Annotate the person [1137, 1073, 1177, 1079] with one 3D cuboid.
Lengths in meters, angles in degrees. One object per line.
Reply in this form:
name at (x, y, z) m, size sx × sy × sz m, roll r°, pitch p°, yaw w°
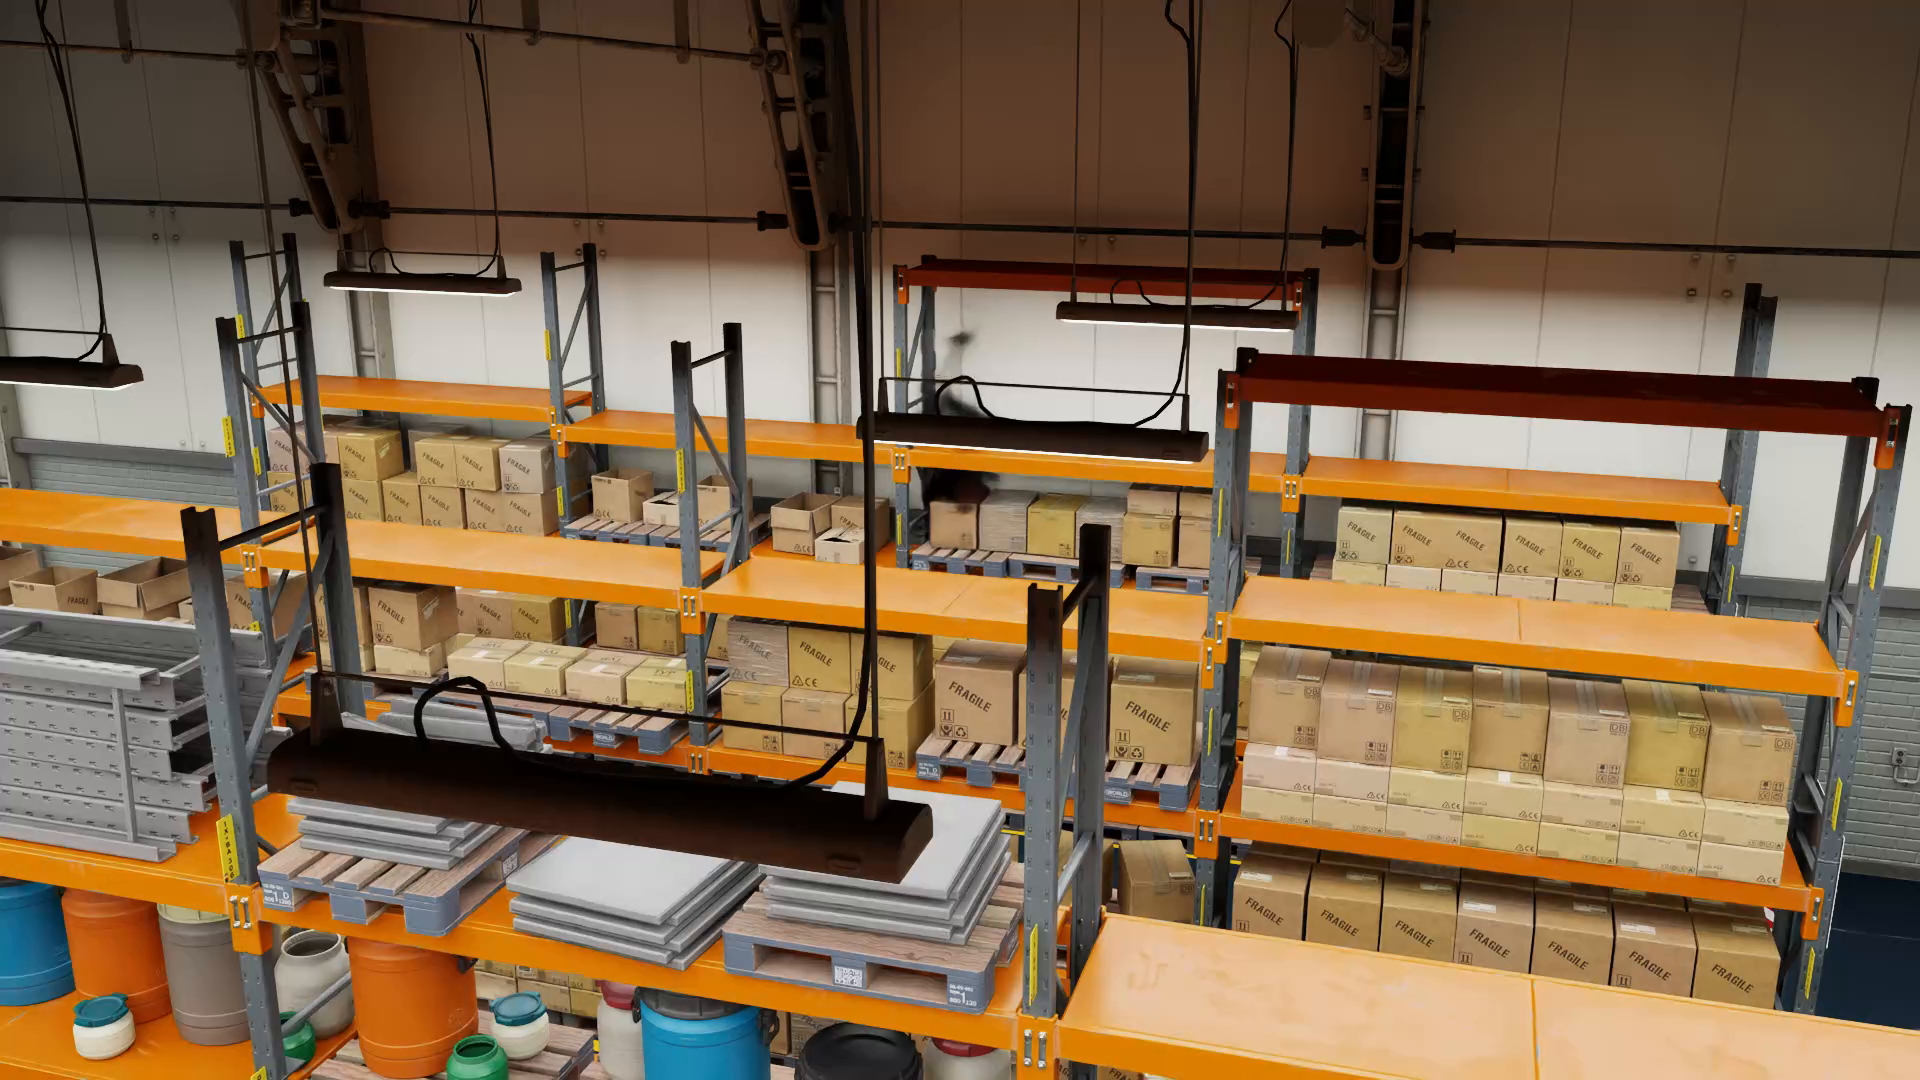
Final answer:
person at (1.281, 4.184, 11.058) m, size 0.909 × 1.754 × 0.703 m, roll 3°, pitch 16°, yaw 12°
